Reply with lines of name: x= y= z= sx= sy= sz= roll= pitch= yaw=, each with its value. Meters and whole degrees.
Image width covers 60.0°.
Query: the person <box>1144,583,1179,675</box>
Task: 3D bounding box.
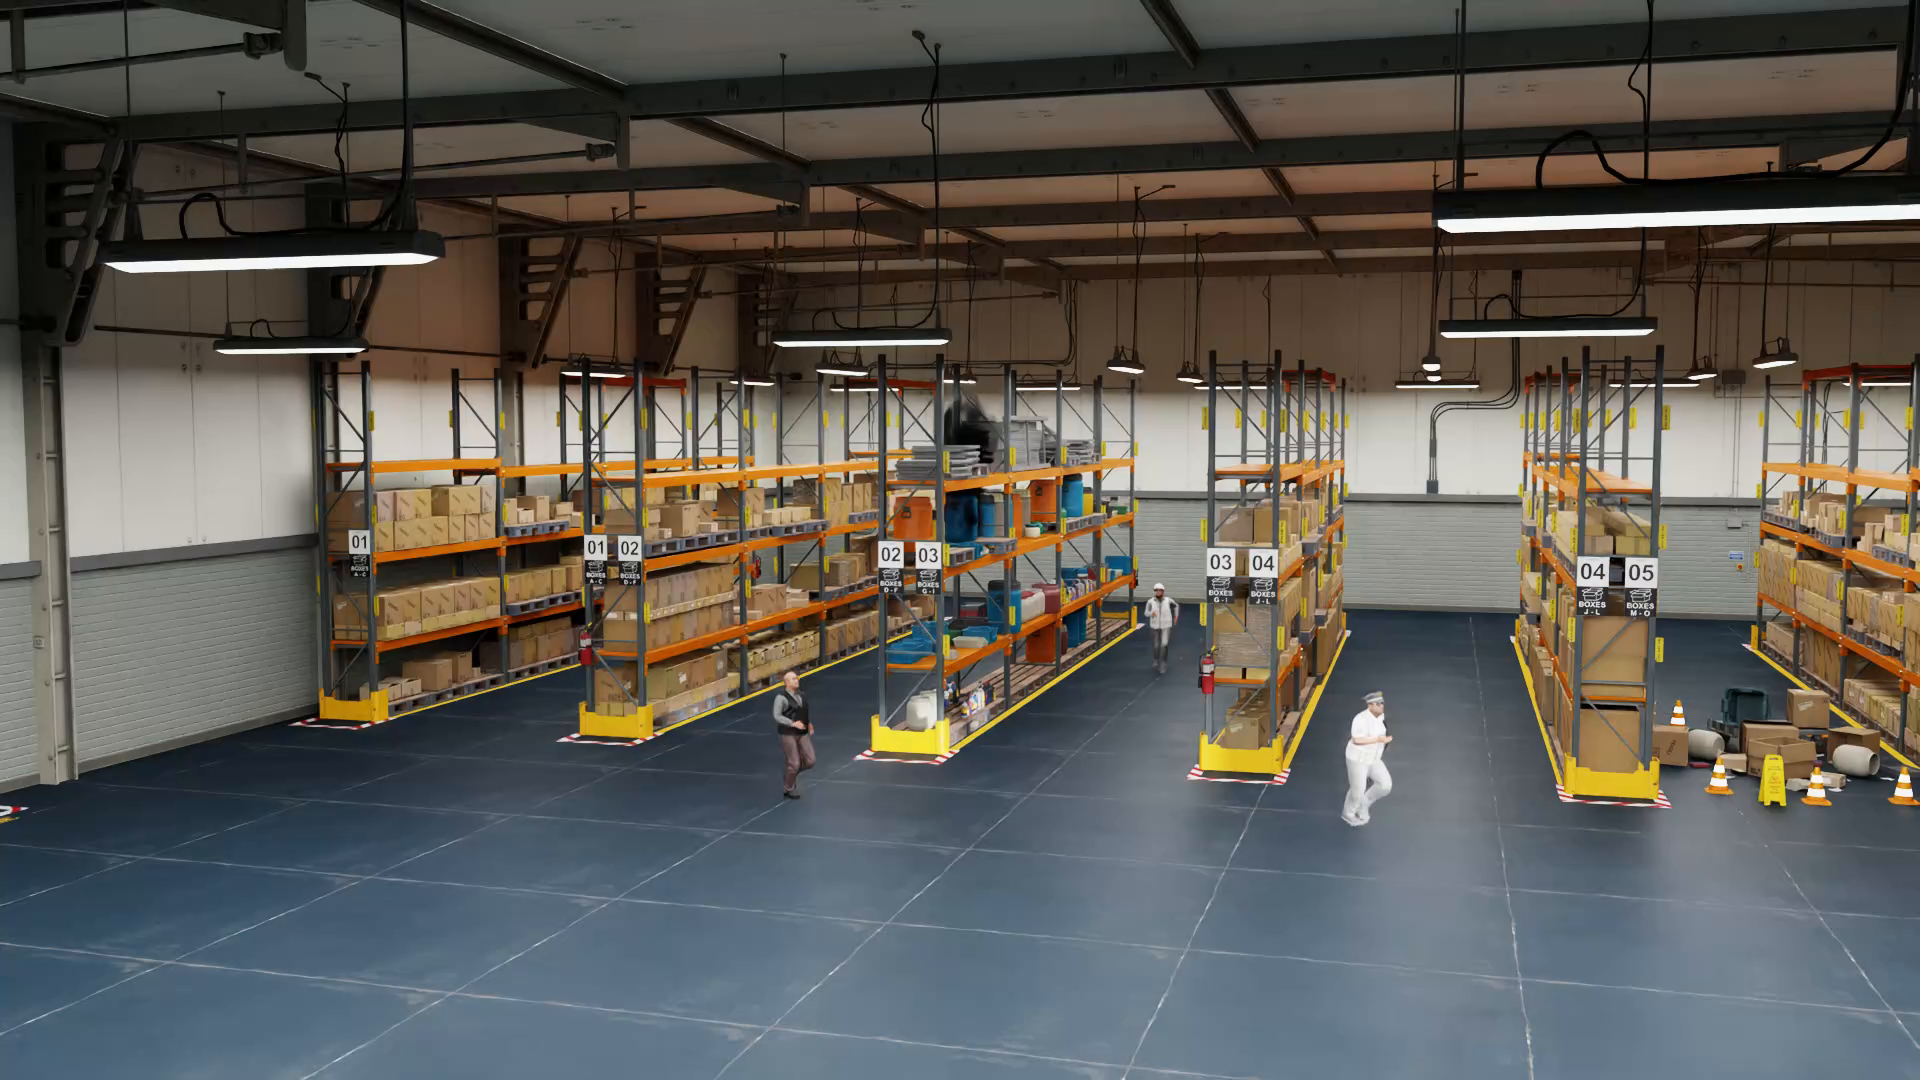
person: x=4.006 y=1.757 z=33.109 sx=0.662 sy=1.813 sz=0.892 roll=1 pitch=4 yaw=14

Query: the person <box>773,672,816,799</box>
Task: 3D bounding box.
person: x=-2.167 y=2.591 z=22.055 sx=0.542 sy=1.680 sz=0.655 roll=4 pitch=5 yaw=41

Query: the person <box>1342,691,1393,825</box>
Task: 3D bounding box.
person: x=4.994 y=2.678 z=20.351 sx=0.633 sy=1.711 sz=0.802 roll=-3 pitch=5 yaw=-32
